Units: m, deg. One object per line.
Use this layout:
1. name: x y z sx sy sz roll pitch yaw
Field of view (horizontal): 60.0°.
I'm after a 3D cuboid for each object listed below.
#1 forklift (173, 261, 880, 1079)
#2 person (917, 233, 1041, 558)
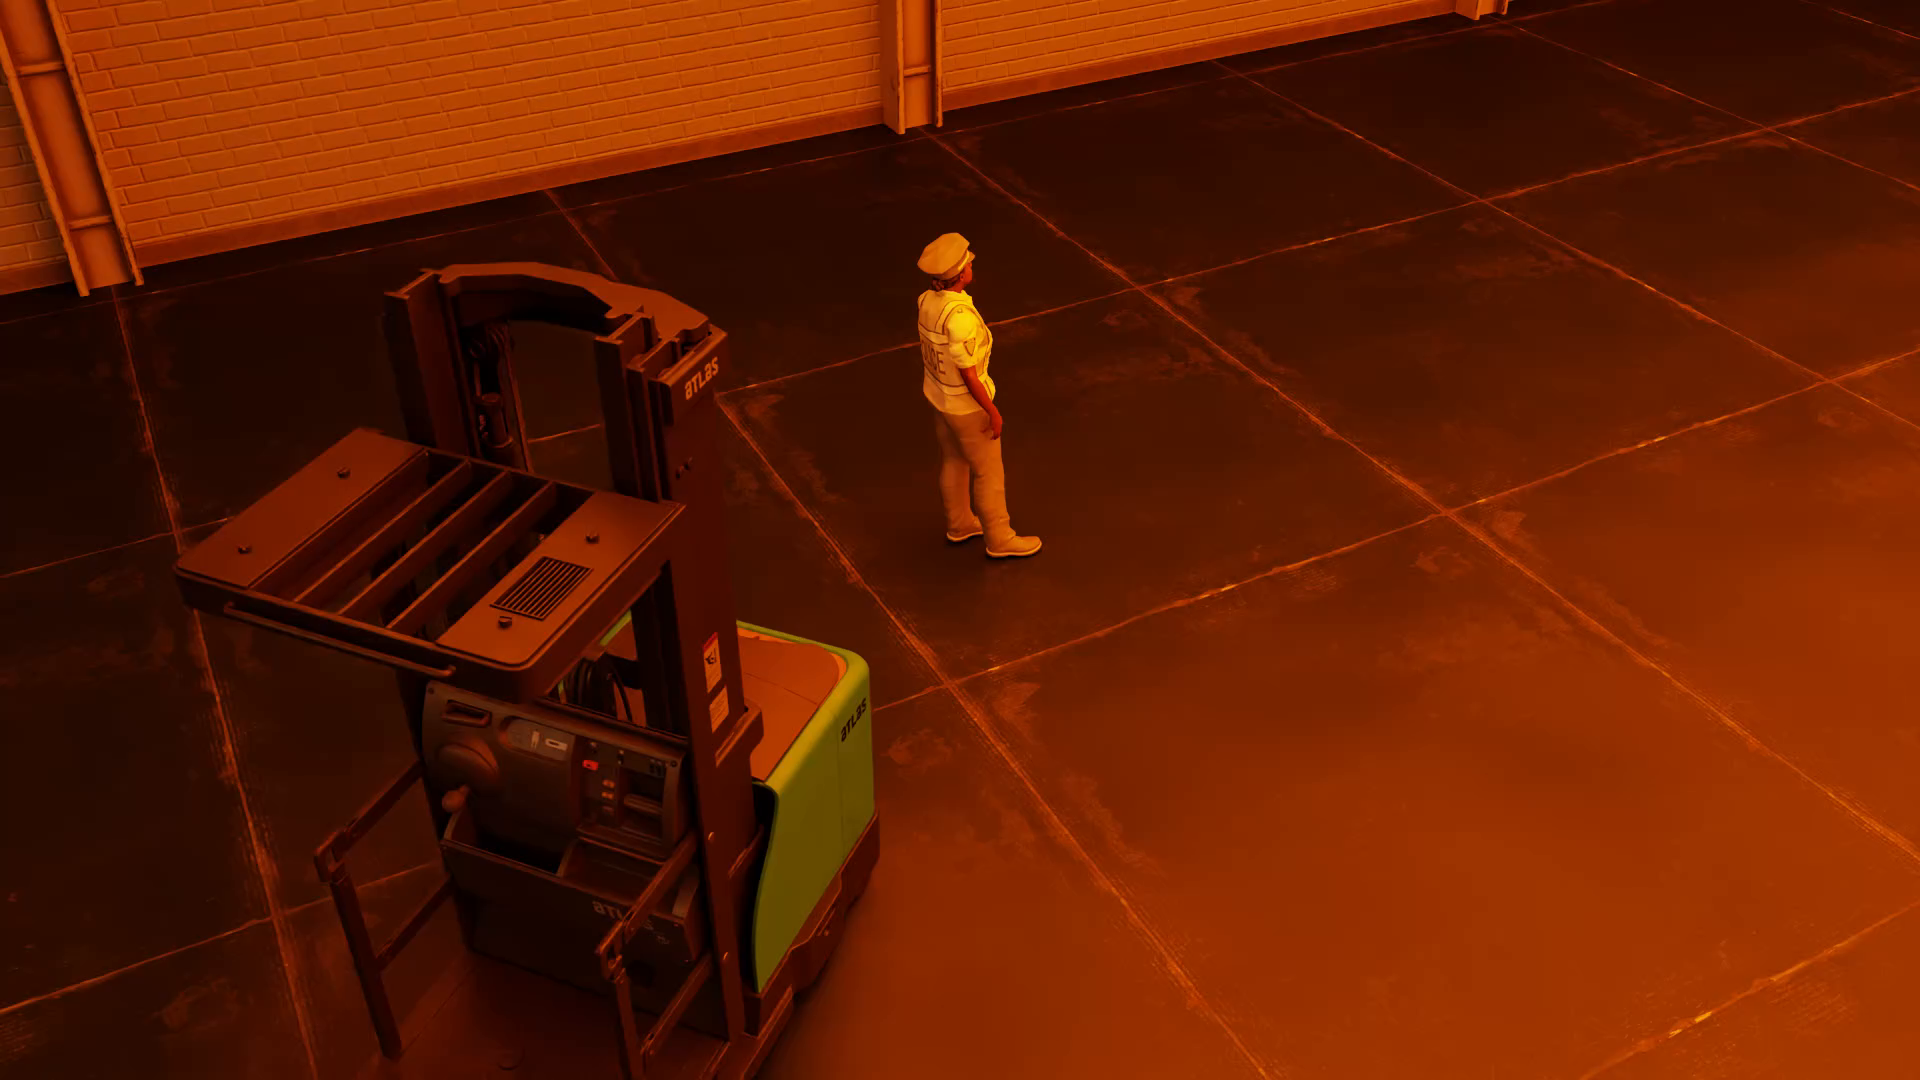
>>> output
1. forklift: -1.354 0.787 5.010 1.130 2.935 3.031 13 37 18
2. person: 0.075 -0.708 8.183 0.530 1.695 0.570 -17 39 -23
